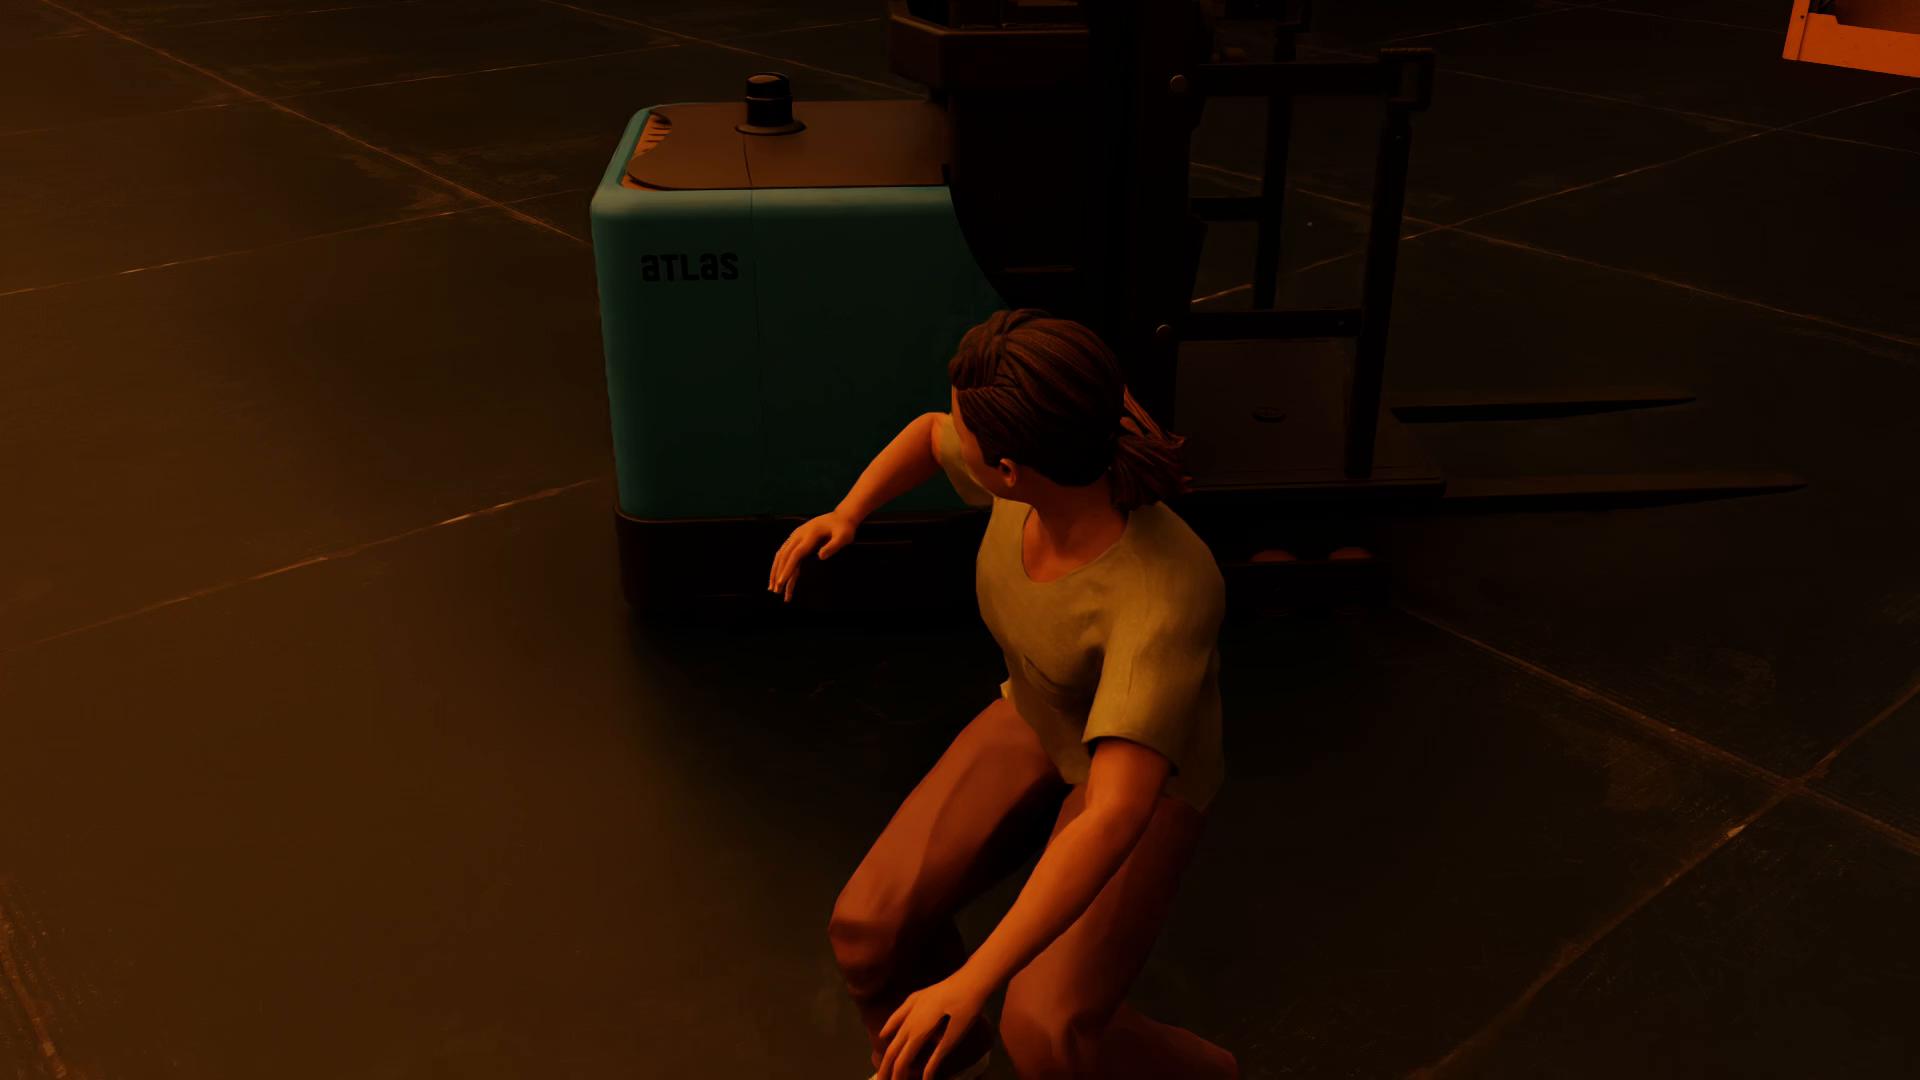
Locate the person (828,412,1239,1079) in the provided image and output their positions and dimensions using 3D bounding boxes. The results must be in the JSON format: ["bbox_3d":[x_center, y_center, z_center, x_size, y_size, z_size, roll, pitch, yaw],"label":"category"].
[{"bbox_3d":[0.149,0.382,2.298,0.564,1.094,0.593,-22,34,-37],"label":"person"}]

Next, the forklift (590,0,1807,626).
[{"bbox_3d":[0.654,-1.355,3.934,3.031,2.935,1.130,-2,26,-4],"label":"forklift"}]
